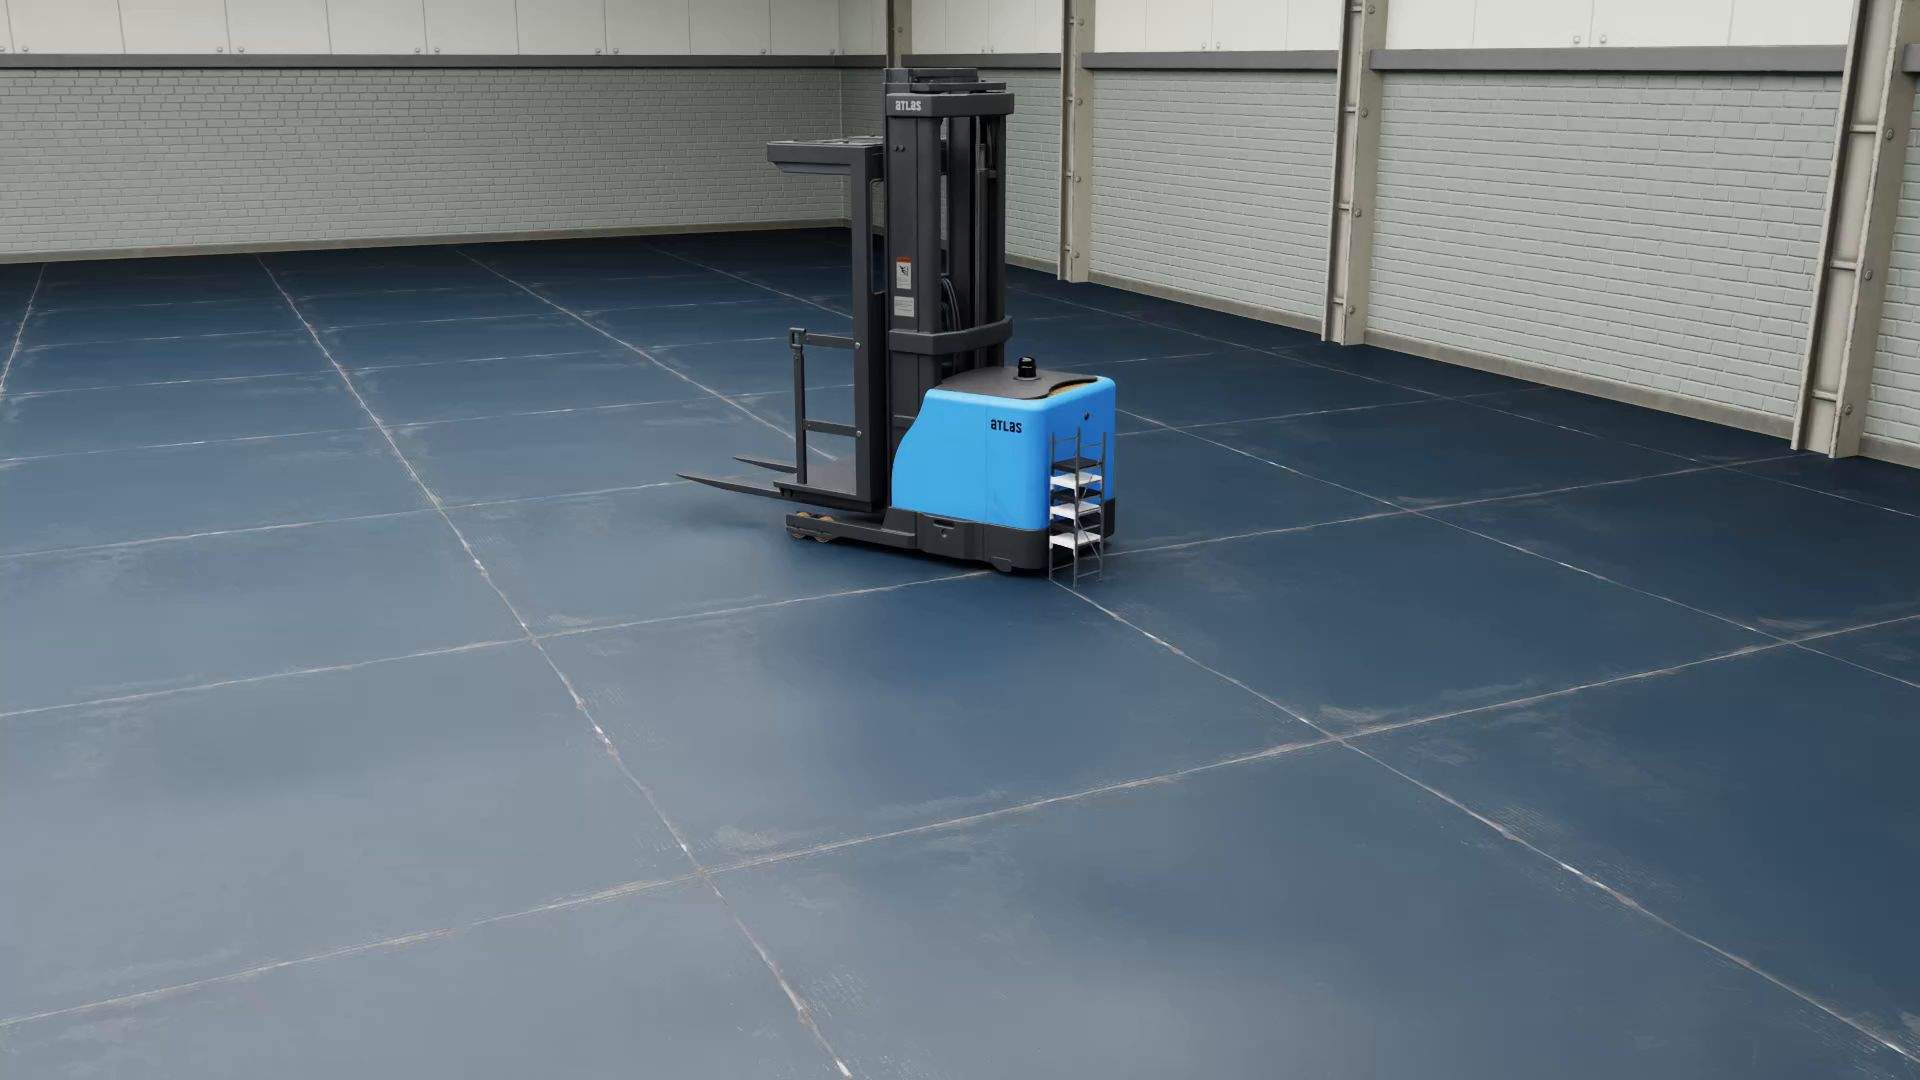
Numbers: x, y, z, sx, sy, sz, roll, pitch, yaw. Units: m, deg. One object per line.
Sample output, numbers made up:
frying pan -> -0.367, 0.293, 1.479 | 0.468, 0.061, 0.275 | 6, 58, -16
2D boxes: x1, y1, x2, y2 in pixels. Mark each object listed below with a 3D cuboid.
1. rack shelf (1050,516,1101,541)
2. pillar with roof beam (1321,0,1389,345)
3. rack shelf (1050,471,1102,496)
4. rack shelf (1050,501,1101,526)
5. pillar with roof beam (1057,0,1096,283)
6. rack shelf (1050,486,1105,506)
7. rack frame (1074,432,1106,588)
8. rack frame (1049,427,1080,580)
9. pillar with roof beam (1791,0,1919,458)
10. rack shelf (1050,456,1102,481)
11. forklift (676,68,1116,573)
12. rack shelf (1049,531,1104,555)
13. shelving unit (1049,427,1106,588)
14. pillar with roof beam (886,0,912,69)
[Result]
rack shelf -> 0.690, -0.075, 9.829 | 0.258, 0.077, 0.200 | -14, 21, -41
pillar with roof beam -> 0.369, -5.996, 15.332 | 9.100, 9.000, 0.400 | -8, 18, -25
rack shelf -> 0.690, -0.335, 9.755 | 0.258, 0.077, 0.200 | -14, 21, -41
rack shelf -> 0.690, -0.162, 9.804 | 0.258, 0.077, 0.200 | -14, 21, -41
pillar with roof beam -> -2.260, -7.484, 20.516 | 9.100, 9.000, 0.400 | -8, 18, -25
rack shelf -> 0.690, -0.248, 9.780 | 0.258, 0.077, 0.200 | -14, 21, -41
rack frame -> 0.759, -0.173, 9.723 | 0.240, 0.900, 0.006 | -14, 21, -41
rack frame -> 0.621, -0.215, 9.867 | 0.240, 0.900, 0.006 | -14, 21, -41
pillar with roof beam -> 2.997, -4.508, 10.147 | 9.100, 9.000, 0.400 | -8, 18, -25
rack shelf -> 0.690, -0.421, 9.730 | 0.258, 0.077, 0.200 | -14, 21, -41
forklift -> -0.526, -1.503, 10.675 | 3.031, 2.935, 1.130 | 10, 19, 32
rack shelf -> 0.690, 0.011, 9.854 | 0.258, 0.077, 0.200 | -14, 21, -41
shelving unit -> 0.690, -0.194, 9.795 | 0.258, 0.900, 0.210 | -14, 21, -41
pillar with roof beam -> -4.888, -8.972, 25.700 | 9.100, 9.000, 0.400 | -8, 18, -25
